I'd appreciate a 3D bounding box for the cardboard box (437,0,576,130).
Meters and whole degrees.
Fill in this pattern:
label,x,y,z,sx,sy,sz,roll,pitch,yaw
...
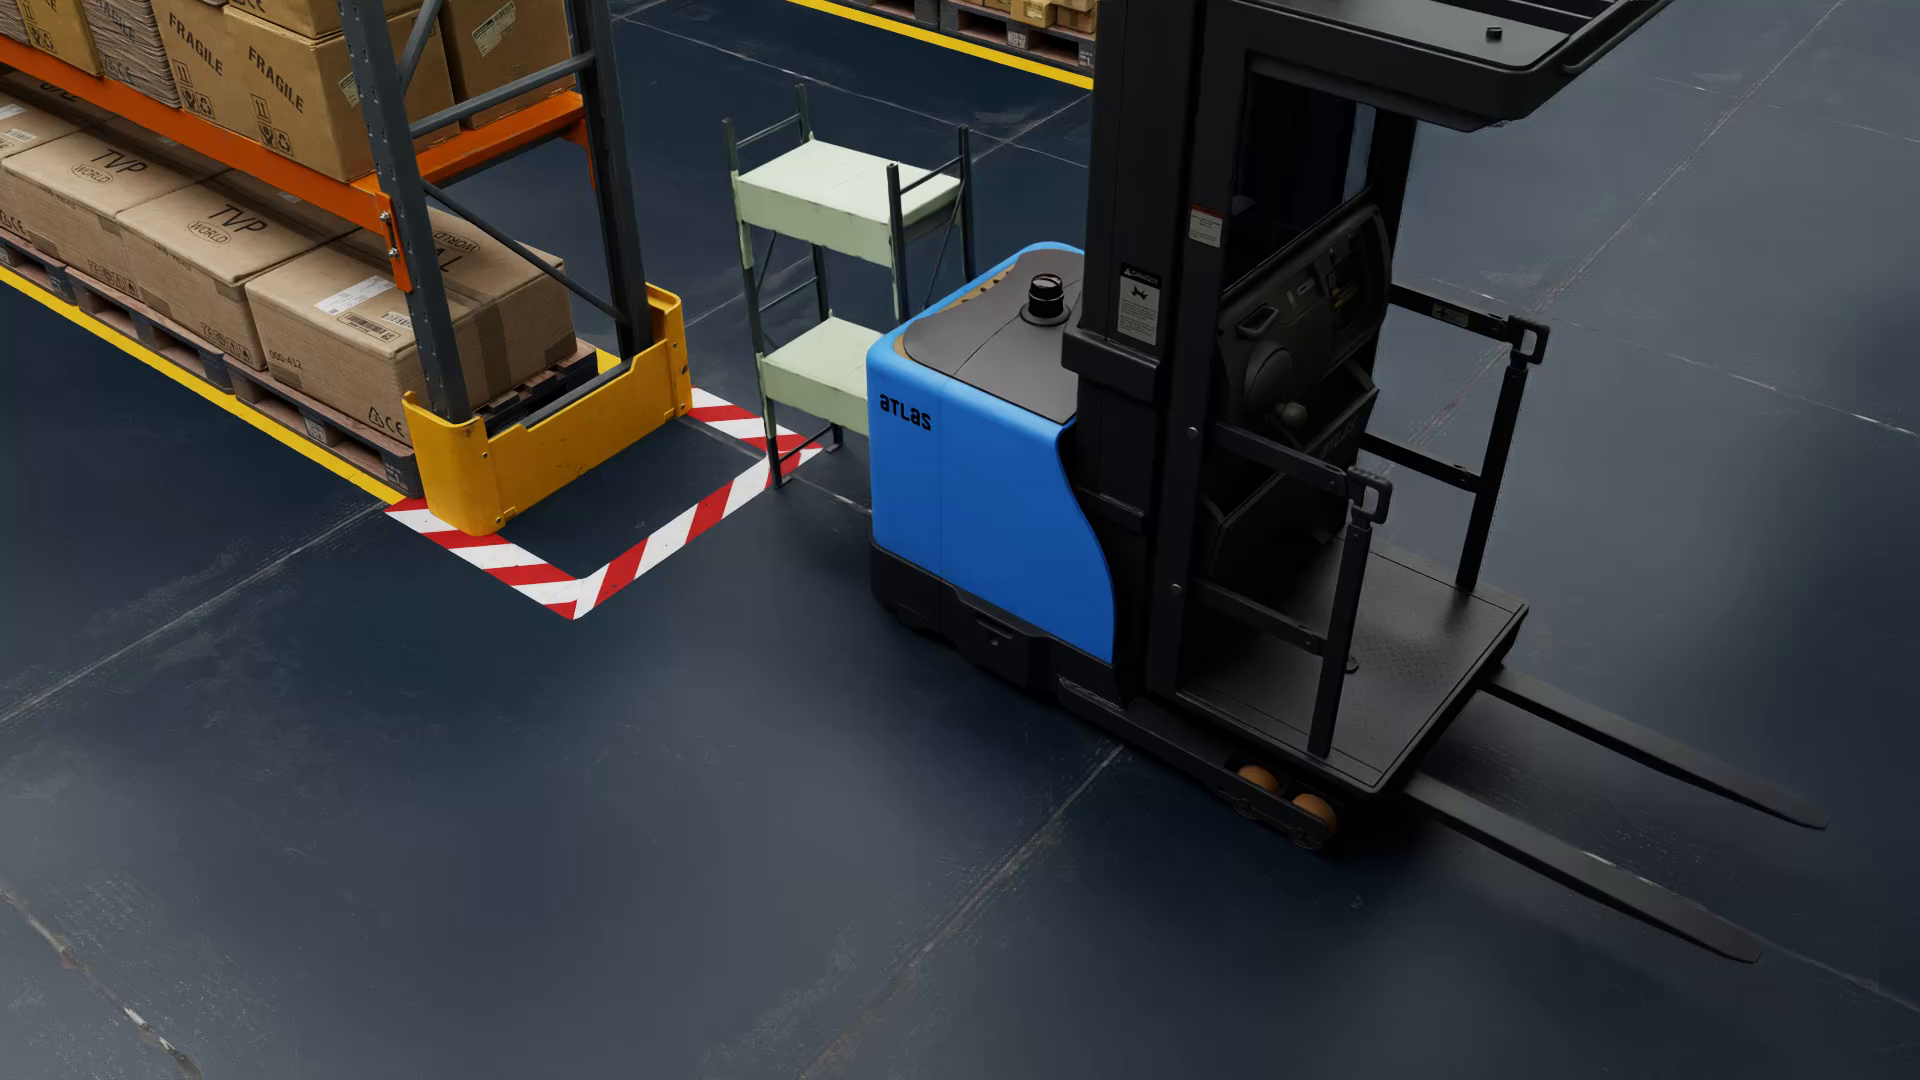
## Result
label,x,y,z,sx,sy,sz,roll,pitch,yaw
cardboard box,-1.810,-1.895,6.157,0.500,0.500,0.500,25,44,28

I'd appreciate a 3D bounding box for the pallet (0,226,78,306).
label,x,y,z,sx,sy,sz,roll,pitch,yaw
pallet,-4.224,-1.613,8.139,1.213,0.211,1.003,25,45,29

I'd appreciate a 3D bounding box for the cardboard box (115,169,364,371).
label,x,y,z,sx,sy,sz,roll,pitch,yaw
cardboard box,-2.920,-1.229,7.124,0.875,0.438,0.875,27,45,30

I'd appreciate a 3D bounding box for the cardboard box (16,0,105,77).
label,x,y,z,sx,sy,sz,roll,pitch,yaw
cardboard box,-3.369,-2.196,6.541,0.500,0.500,0.500,27,45,30

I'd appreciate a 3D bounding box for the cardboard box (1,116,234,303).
label,x,y,z,sx,sy,sz,roll,pitch,yaw
cardboard box,-3.635,-1.568,7.557,0.875,0.438,0.875,24,44,27

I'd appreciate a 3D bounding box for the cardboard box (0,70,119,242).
label,x,y,z,sx,sy,sz,roll,pitch,yaw
cardboard box,-4.346,-1.903,7.985,0.875,0.438,0.875,25,44,28

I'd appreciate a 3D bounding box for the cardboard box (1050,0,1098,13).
label,x,y,z,sx,sy,sz,roll,pitch,yaw
cardboard box,0.732,-3.215,9.654,0.250,0.149,0.380,24,44,27

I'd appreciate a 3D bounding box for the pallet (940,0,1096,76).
label,x,y,z,sx,sy,sz,roll,pitch,yaw
pallet,0.640,-3.249,10.229,1.213,0.211,1.003,25,45,29

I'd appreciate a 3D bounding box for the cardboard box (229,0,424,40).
label,x,y,z,sx,sy,sz,roll,pitch,yaw
cardboard box,-2.130,-2.033,5.521,0.500,0.500,0.500,27,45,30

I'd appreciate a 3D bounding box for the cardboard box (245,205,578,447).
label,x,y,z,sx,sy,sz,roll,pitch,yaw
cardboard box,-2.188,-0.890,6.692,0.875,0.438,0.875,24,44,27

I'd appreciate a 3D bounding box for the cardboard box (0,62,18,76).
label,x,y,z,sx,sy,sz,roll,pitch,yaw
cardboard box,-5.321,-2.556,8.464,0.875,0.875,0.875,27,45,30

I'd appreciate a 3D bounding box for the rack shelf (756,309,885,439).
label,x,y,z,sx,sy,sz,roll,pitch,yaw
rack shelf,-0.335,-0.522,6.192,0.720,0.370,0.431,23,43,32

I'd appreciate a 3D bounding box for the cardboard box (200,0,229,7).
label,x,y,z,sx,sy,sz,roll,pitch,yaw
cardboard box,-2.563,-2.214,5.753,0.500,0.500,0.500,25,45,29

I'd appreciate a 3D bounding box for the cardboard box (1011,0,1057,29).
label,x,y,z,sx,sy,sz,roll,pitch,yaw
cardboard box,0.514,-3.182,9.853,0.250,0.149,0.380,27,45,30

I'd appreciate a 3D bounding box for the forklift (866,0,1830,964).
label,x,y,z,sx,sy,sz,roll,pitch,yaw
forklift,1.150,-0.589,4.624,3.031,2.935,1.130,26,45,29

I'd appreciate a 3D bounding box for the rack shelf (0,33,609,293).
label,x,y,z,sx,sy,sz,roll,pitch,yaw
rack shelf,-3.191,-2.001,6.957,4.000,0.370,1.077,25,45,29

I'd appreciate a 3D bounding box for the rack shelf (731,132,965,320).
label,x,y,z,sx,sy,sz,roll,pitch,yaw
rack shelf,-0.372,-1.103,5.774,0.720,0.370,0.431,23,43,32

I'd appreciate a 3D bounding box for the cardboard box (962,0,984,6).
label,x,y,z,sx,sy,sz,roll,pitch,yaw
cardboard box,0.152,-3.409,10.143,0.250,0.149,0.380,26,45,29

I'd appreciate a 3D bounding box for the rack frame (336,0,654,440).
label,x,y,z,sx,sy,sz,roll,pitch,yaw
rack frame,-1.603,-1.536,5.778,0.127,3.000,1.000,25,45,29

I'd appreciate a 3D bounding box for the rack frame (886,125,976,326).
label,x,y,z,sx,sy,sz,roll,pitch,yaw
rack frame,-0.064,-0.667,5.811,0.023,1.500,0.400,23,43,32

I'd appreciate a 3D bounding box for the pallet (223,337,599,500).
label,x,y,z,sx,sy,sz,roll,pitch,yaw
pallet,-2.285,-0.699,6.971,1.213,0.211,1.003,25,45,29

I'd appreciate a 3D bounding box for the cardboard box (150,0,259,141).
label,x,y,z,sx,sy,sz,roll,pitch,yaw
cardboard box,-2.536,-1.821,6.062,0.500,0.500,0.500,24,44,28

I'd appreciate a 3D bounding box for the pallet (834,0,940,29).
label,x,y,z,sx,sy,sz,roll,pitch,yaw
pallet,-0.325,-3.707,10.813,1.213,0.211,1.003,25,45,29

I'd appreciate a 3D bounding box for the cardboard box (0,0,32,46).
label,x,y,z,sx,sy,sz,roll,pitch,yaw
cardboard box,-3.778,-2.389,6.787,0.500,0.500,0.500,26,45,29

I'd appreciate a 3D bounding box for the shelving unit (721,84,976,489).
label,x,y,z,sx,sy,sz,roll,pitch,yaw
shelving unit,-0.352,-0.786,6.002,0.755,1.500,0.431,23,43,32

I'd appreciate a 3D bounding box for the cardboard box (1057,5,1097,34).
label,x,y,z,sx,sy,sz,roll,pitch,yaw
cardboard box,0.779,-3.135,9.793,0.250,0.149,0.380,26,45,29

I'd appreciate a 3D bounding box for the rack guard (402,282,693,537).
label,x,y,z,sx,sy,sz,roll,pitch,yaw
rack guard,-1.584,-0.542,6.537,0.348,0.500,1.175,25,45,29

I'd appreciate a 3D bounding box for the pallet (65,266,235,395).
label,x,y,z,sx,sy,sz,roll,pitch,yaw
pallet,-3.250,-1.156,7.555,1.213,0.211,1.003,25,45,29

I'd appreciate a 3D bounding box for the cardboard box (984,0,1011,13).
label,x,y,z,sx,sy,sz,roll,pitch,yaw
cardboard box,0.356,-3.323,10.033,0.250,0.149,0.380,25,44,28

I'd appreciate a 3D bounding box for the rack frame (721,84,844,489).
label,x,y,z,sx,sy,sz,roll,pitch,yaw
rack frame,-0.640,-0.906,6.193,0.023,1.500,0.400,23,43,32

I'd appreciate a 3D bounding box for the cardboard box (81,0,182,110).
label,x,y,z,sx,sy,sz,roll,pitch,yaw
cardboard box,-2.951,-2.009,6.302,0.500,0.500,0.500,27,45,30

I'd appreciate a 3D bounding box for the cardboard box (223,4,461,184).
label,x,y,z,sx,sy,sz,roll,pitch,yaw
cardboard box,-2.147,-1.626,5.813,0.500,0.500,0.500,26,45,29
